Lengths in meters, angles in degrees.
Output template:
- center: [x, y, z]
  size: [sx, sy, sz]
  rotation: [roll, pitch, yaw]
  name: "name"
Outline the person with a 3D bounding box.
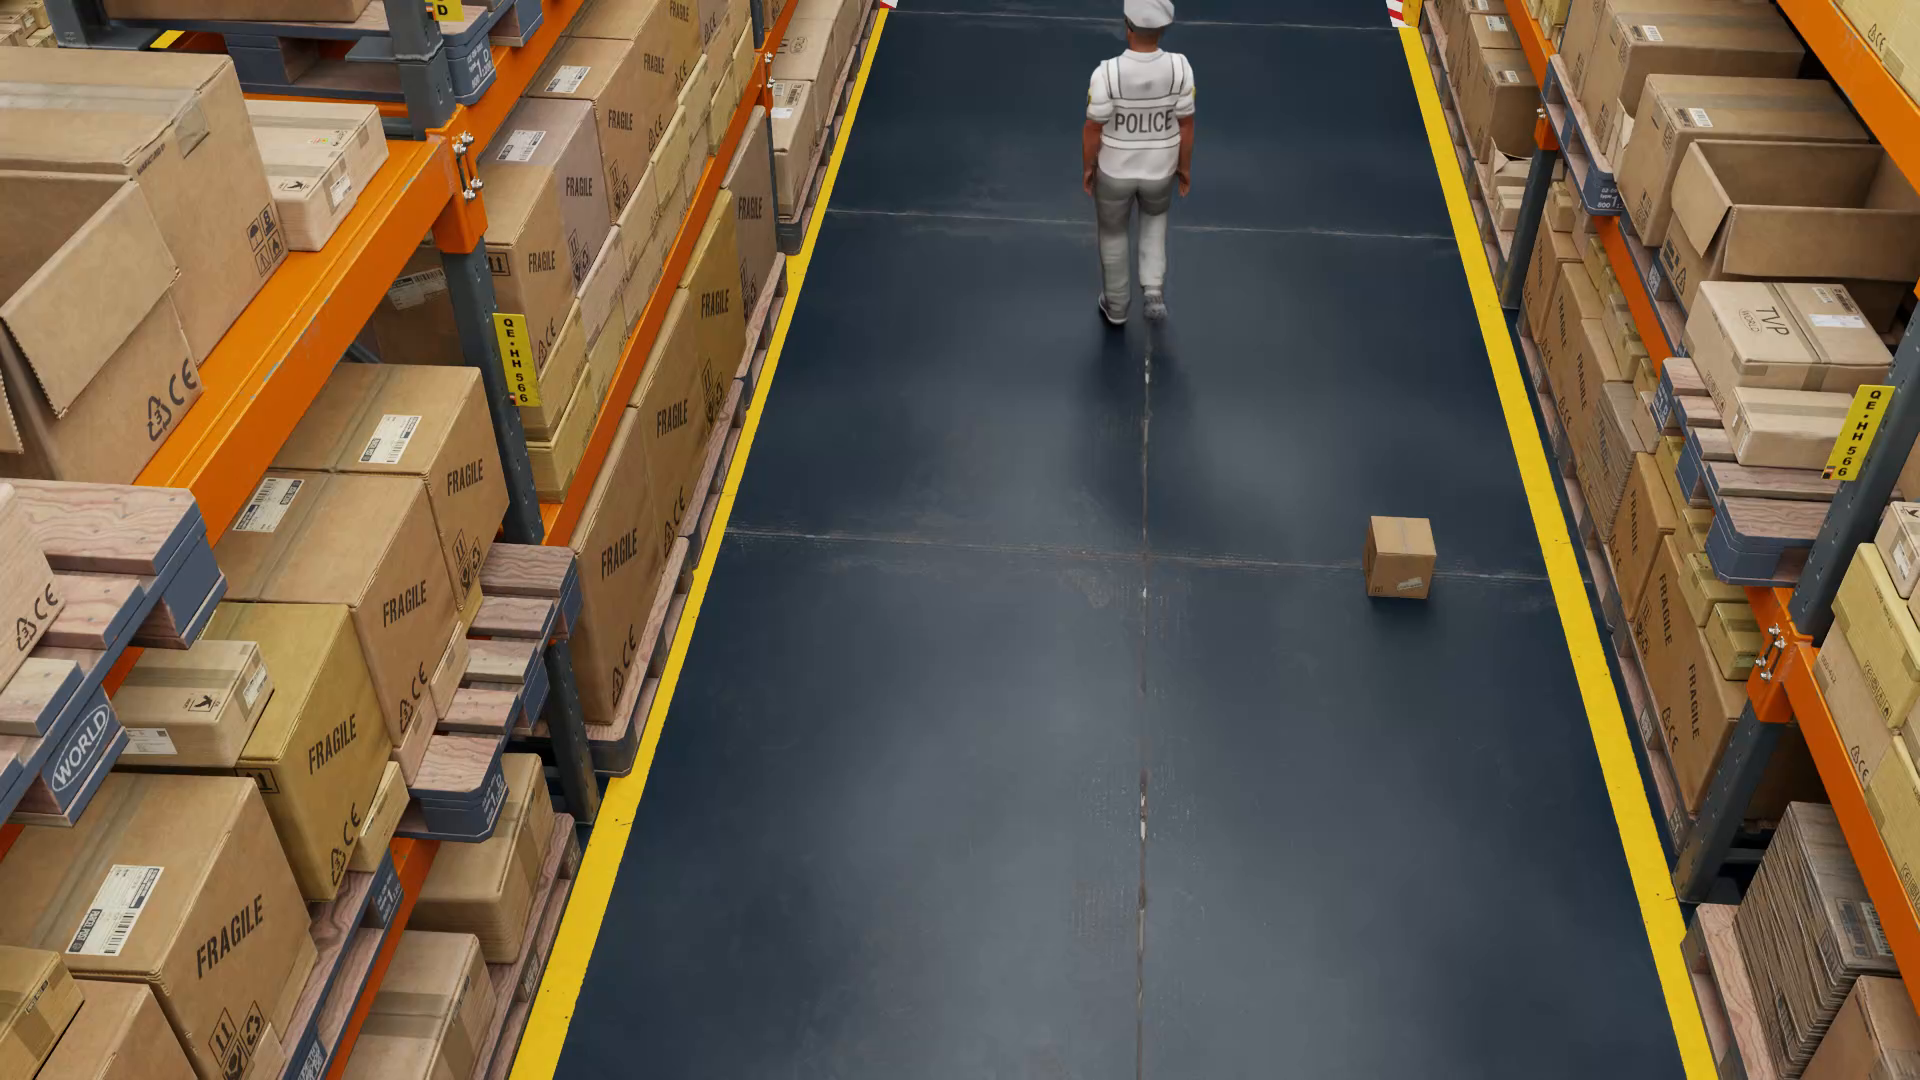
- center: [0.881, -1.895, 8.374]
  size: [0.564, 1.785, 0.476]
  rotation: [-5, 40, -6]
  name: "person"
